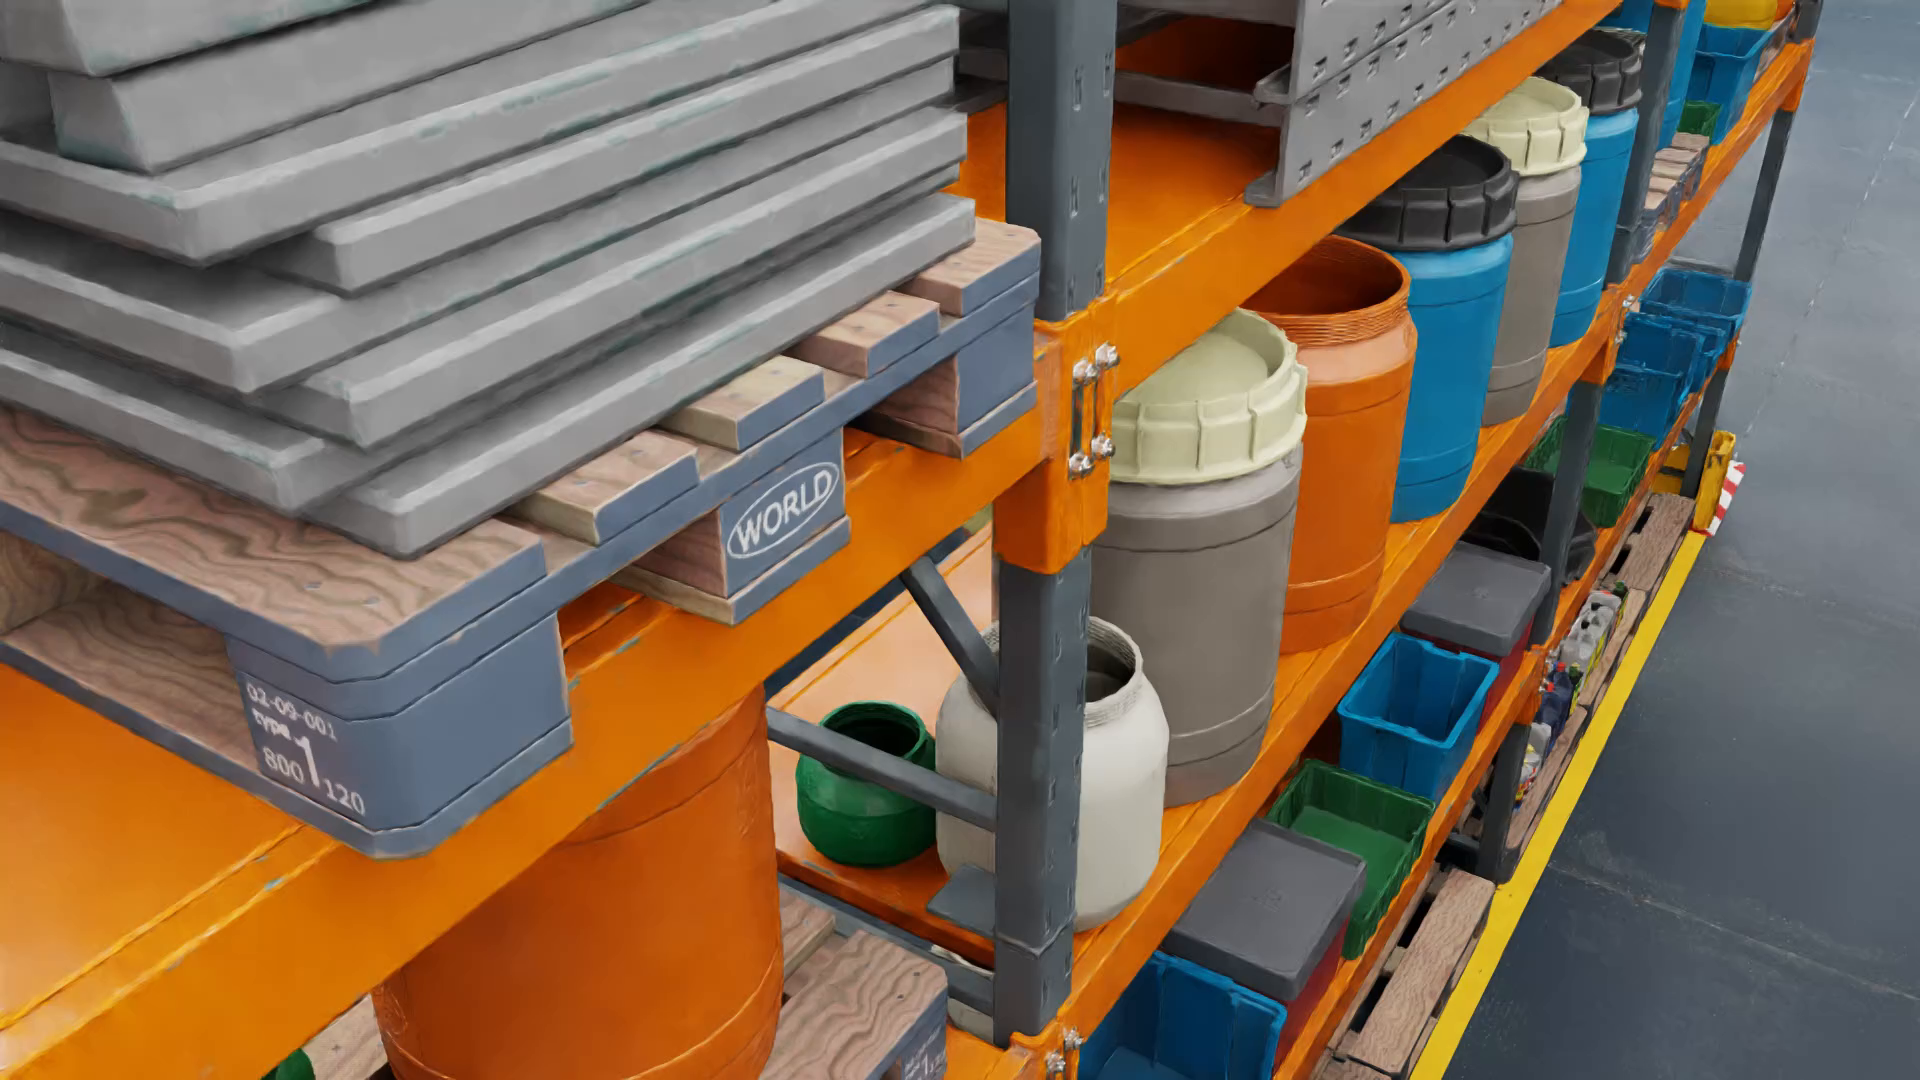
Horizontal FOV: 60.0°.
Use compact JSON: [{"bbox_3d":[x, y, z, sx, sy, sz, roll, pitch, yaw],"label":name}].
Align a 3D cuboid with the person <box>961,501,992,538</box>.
[{"bbox_3d":[0.230,-0.147,8.537,0.500,1.526,0.773,-19,35,-29],"label":"person"}]
